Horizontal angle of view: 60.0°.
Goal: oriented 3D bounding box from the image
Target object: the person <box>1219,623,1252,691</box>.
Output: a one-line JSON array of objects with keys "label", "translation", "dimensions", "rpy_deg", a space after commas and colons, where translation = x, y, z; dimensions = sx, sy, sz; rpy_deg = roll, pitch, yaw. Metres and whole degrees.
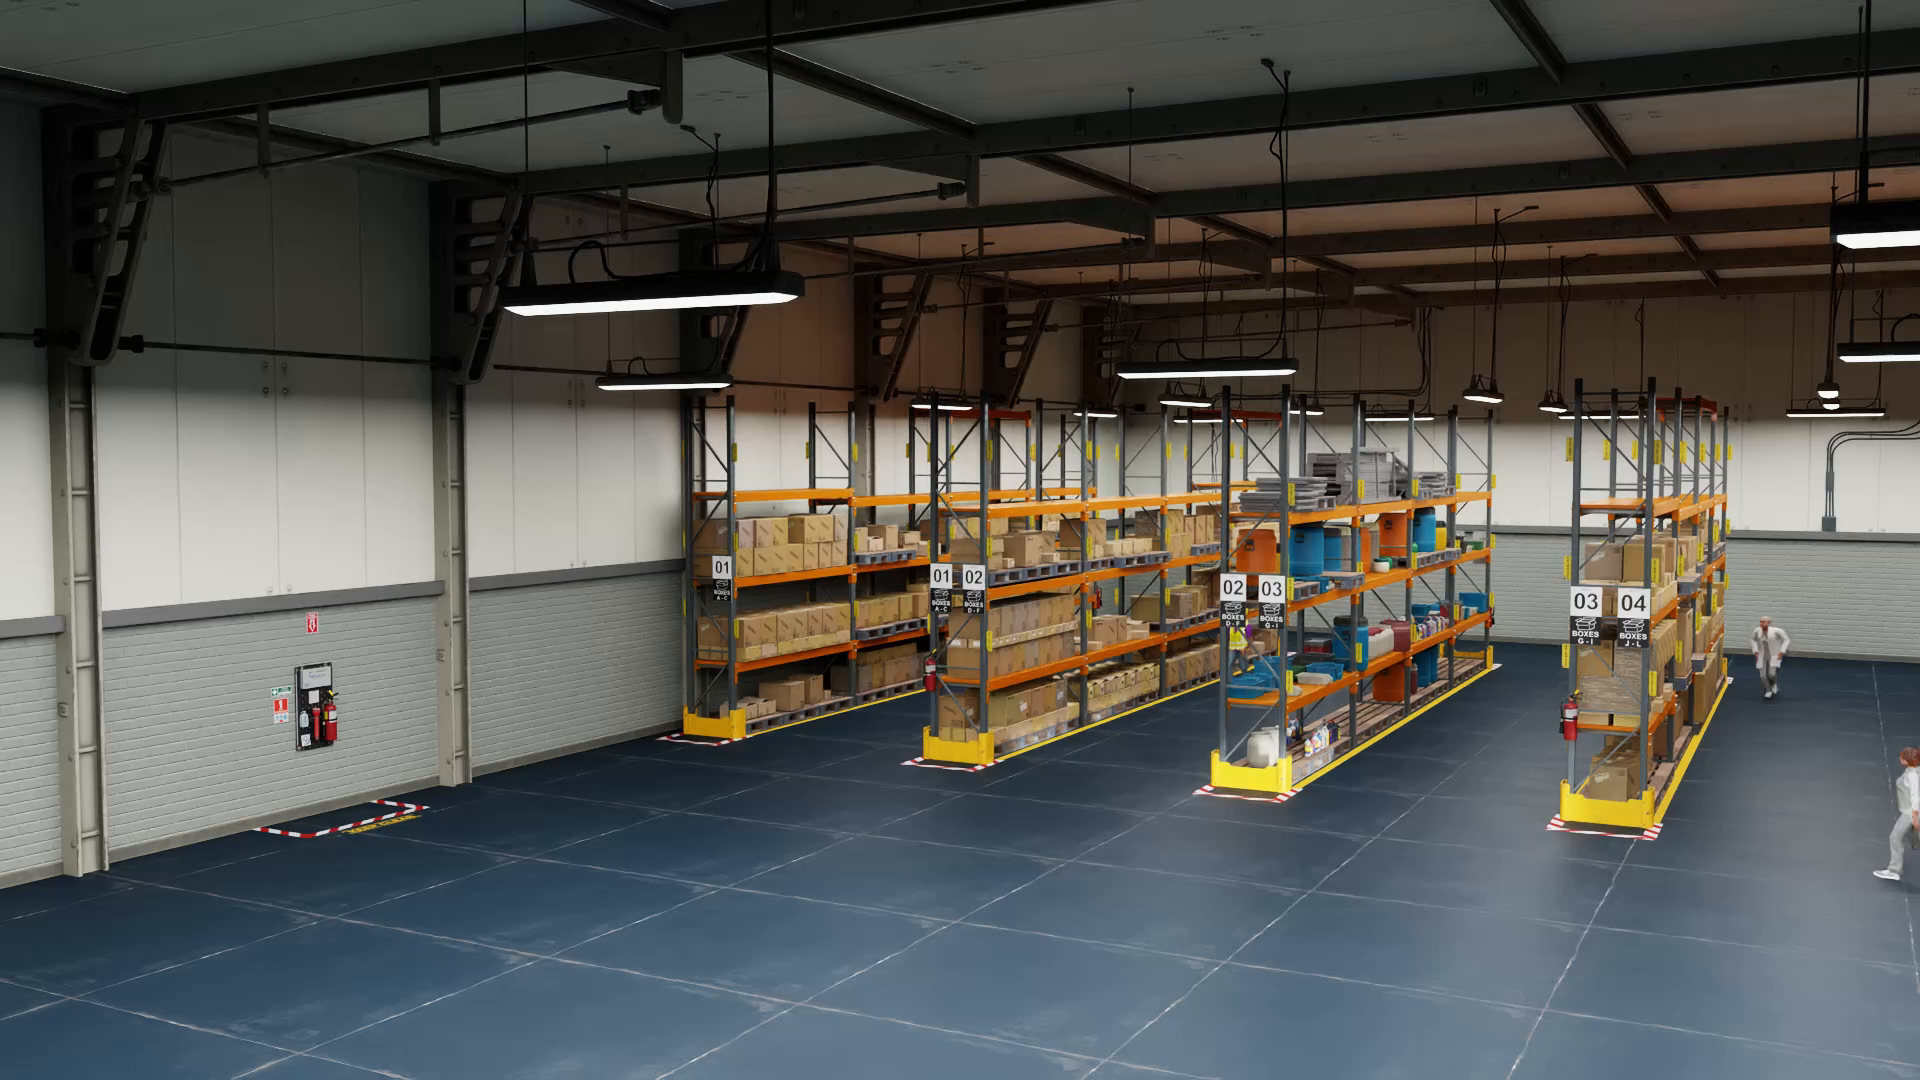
[{"label": "person", "translation": [5.780, 2.298, 34.652], "dimensions": [0.580, 1.717, 0.986], "rpy_deg": [2, 4, 34]}]

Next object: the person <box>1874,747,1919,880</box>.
[{"label": "person", "translation": [11.126, 3.202, 19.334], "dimensions": [0.847, 1.529, 0.416], "rpy_deg": [2, 3, 28]}]

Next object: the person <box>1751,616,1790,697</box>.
[{"label": "person", "translation": [16.543, 2.387, 33.949], "dimensions": [0.749, 1.676, 0.636], "rpy_deg": [2, 4, 36]}]
